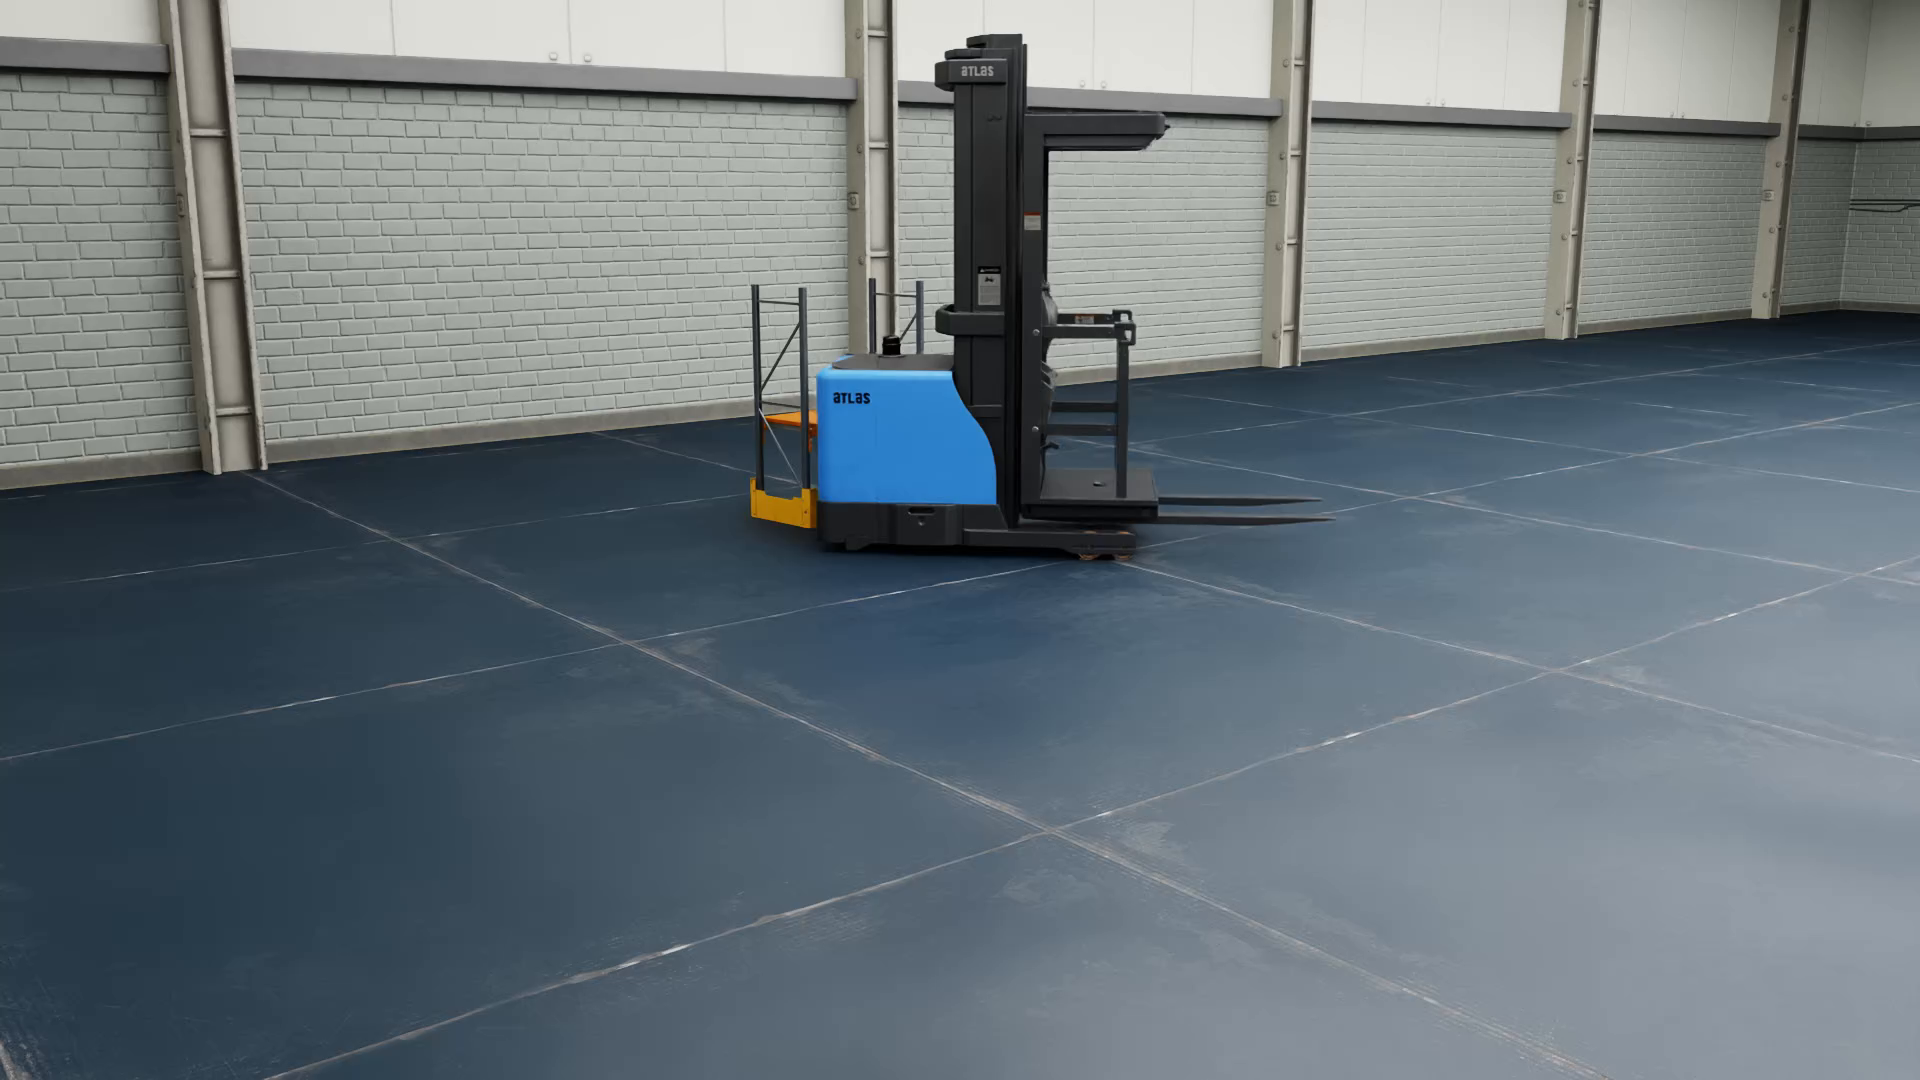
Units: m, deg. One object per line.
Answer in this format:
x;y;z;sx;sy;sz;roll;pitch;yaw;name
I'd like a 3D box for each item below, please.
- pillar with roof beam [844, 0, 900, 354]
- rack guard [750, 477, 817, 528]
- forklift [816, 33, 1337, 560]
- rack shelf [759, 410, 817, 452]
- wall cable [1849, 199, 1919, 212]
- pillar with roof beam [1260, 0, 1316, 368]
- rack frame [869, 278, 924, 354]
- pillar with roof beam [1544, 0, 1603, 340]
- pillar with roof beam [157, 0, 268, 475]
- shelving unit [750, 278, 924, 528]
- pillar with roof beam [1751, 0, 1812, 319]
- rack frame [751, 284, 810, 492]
1.855;-5.021;12.108;0.400;9.000;9.100;-9;15;-38;pillar with roof beam
-1.132;-0.242;10.668;0.587;0.250;0.087;11;16;43;rack guard
0.700;-1.432;9.816;3.031;2.935;1.130;1;12;4;forklift
-0.781;-0.754;10.933;0.538;0.185;1.000;11;16;43;rack shelf
16.347;-6.703;27.509;0.112;2.526;3.097;-9;15;-38;wall cable
6.540;-5.799;15.775;0.400;9.000;9.100;-9;15;-38;pillar with roof beam
-0.429;-1.006;11.255;0.500;1.500;0.032;11;16;43;rack frame
11.225;-6.578;19.441;0.400;9.000;9.100;-9;15;-38;pillar with roof beam
-2.830;-4.242;8.442;0.400;9.000;9.100;-9;15;-38;pillar with roof beam
-0.787;-0.928;10.889;0.587;1.500;1.083;11;16;43;shelving unit
15.910;-7.356;23.108;0.400;9.000;9.100;-9;15;-38;pillar with roof beam
-1.133;-0.853;10.537;0.500;1.500;0.032;11;16;43;rack frame
